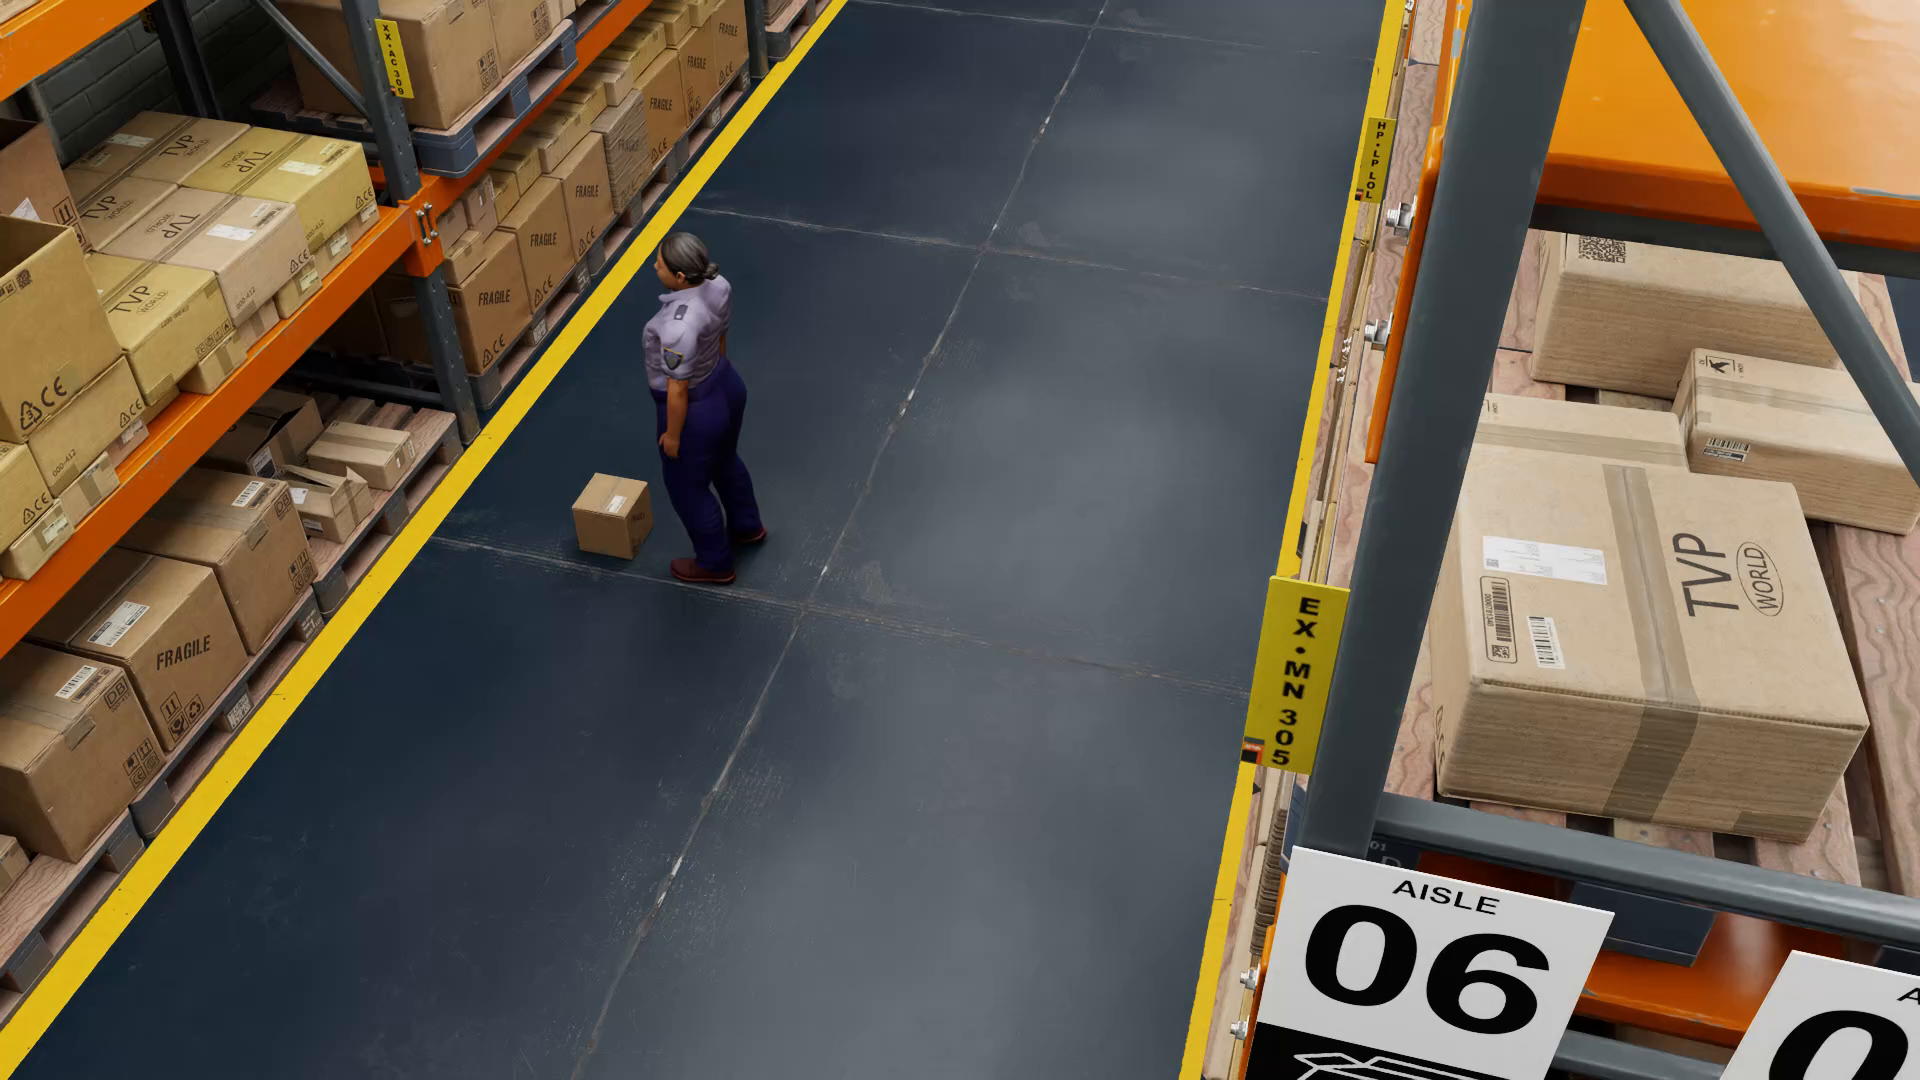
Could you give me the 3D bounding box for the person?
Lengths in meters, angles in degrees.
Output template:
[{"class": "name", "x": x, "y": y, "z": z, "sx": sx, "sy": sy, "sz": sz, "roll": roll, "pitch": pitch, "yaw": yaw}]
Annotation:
[{"class": "person", "x": -1.076, "y": -0.519, "z": 6.796, "sx": 0.344, "sy": 1.685, "sz": 0.462, "roll": 11, "pitch": 42, "yaw": 12}]
